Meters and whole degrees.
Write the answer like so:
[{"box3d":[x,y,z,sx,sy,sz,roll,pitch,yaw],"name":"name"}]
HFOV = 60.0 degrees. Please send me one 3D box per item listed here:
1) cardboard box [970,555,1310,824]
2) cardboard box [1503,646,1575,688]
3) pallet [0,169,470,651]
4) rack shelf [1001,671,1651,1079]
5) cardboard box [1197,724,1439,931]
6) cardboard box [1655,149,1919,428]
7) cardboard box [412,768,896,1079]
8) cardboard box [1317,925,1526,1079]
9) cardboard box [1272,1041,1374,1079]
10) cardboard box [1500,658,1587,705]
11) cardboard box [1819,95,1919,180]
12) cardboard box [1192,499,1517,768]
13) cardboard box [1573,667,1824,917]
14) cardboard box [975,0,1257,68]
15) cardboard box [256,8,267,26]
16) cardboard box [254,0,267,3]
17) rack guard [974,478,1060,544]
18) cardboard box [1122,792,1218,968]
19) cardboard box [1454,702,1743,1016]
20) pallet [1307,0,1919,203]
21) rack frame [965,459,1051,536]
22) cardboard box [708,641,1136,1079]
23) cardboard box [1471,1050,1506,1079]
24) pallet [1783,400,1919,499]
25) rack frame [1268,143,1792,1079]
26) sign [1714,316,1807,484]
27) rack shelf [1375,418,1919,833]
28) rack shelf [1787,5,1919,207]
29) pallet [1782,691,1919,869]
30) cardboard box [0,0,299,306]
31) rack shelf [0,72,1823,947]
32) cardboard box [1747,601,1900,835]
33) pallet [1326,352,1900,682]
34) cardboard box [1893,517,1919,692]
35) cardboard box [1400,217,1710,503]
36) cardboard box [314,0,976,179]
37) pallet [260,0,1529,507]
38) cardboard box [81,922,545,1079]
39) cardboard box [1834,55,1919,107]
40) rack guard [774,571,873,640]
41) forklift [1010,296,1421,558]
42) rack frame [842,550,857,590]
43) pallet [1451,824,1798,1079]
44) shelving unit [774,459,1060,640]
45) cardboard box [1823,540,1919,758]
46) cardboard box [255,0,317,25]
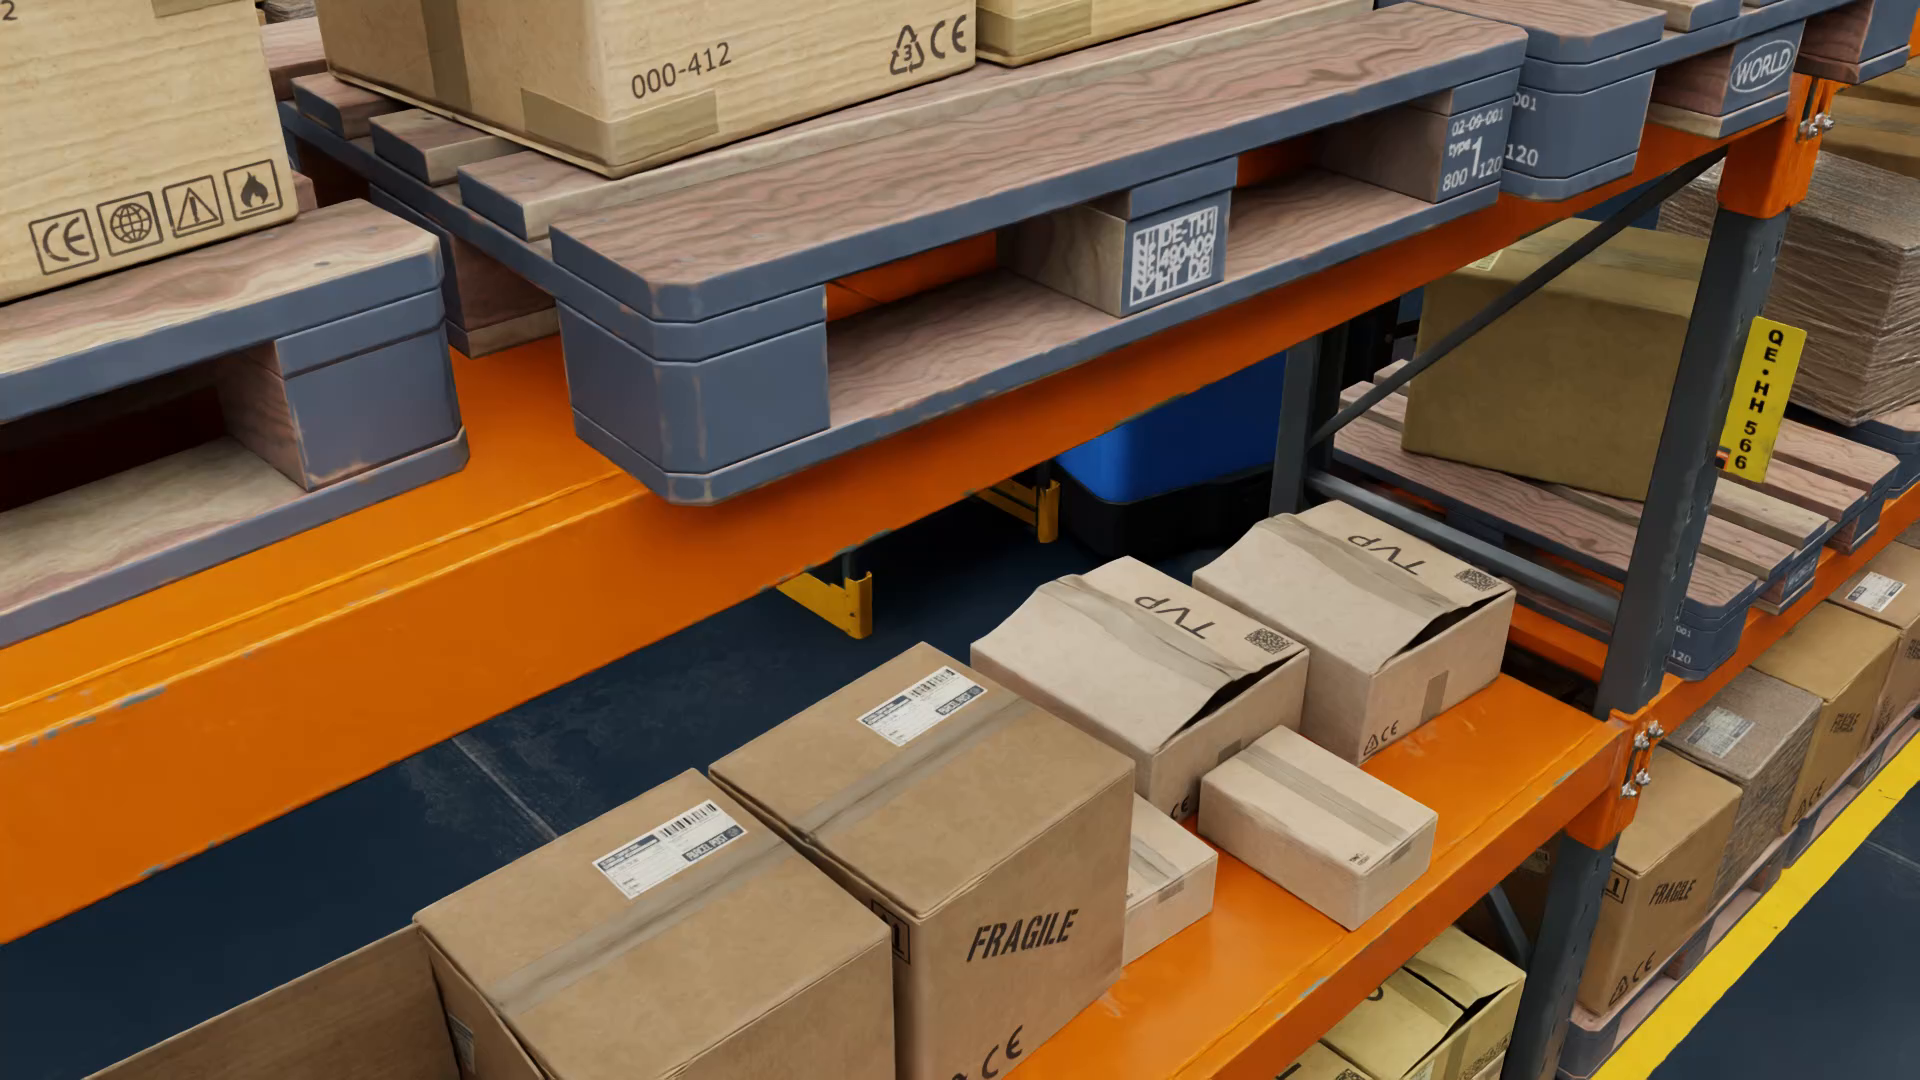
[{"box3d":[0.370,0.297,3.474,0.500,0.311,0.500,-26,40,-36],"name":"cardboard box"},{"box3d":[1.722,0.132,4.915,0.500,0.250,0.500,-24,39,-34],"name":"cardboard box"},{"box3d":[-1.137,-0.081,1.316,0.805,0.209,1.217,27,41,37],"name":"pallet"},{"box3d":[-0.309,1.032,2.876,4.000,0.370,1.077,-26,40,-35],"name":"rack shelf"},{"box3d":[0.686,0.548,3.220,0.250,0.149,0.380,-26,40,-35],"name":"cardboard box"},{"box3d":[2.343,-0.724,4.560,0.500,0.500,0.700,-18,36,-27],"name":"cardboard box"},{"box3d":[-0.447,0.761,2.534,0.500,0.500,0.500,-26,40,-35],"name":"cardboard box"},{"box3d":[0.941,1.051,3.852,0.500,0.311,0.500,-25,39,-34],"name":"cardboard box"},{"box3d":[0.565,1.237,3.547,0.500,0.311,0.500,-27,40,-36],"name":"cardboard box"},{"box3d":[1.684,0.473,5.075,0.500,0.500,0.500,-24,39,-34],"name":"cardboard box"},{"box3d":[2.837,-0.974,4.970,0.700,0.500,0.500,18,36,27],"name":"cardboard box"},{"box3d":[0.861,0.166,3.688,0.500,0.311,0.500,-23,38,-33],"name":"cardboard box"},{"box3d":[2.066,0.655,4.778,0.500,0.500,0.500,-27,41,-37],"name":"cardboard box"},{"box3d":[0.064,-0.805,2.057,0.500,0.250,0.500,-27,40,-36],"name":"cardboard box"},{"box3d":[-2.942,-1.729,6.185,0.700,0.500,0.500,25,39,35],"name":"cardboard box"},{"box3d":[-2.671,-2.131,6.221,0.380,0.149,0.250,22,38,31],"name":"cardboard box"},{"box3d":[0.173,-0.210,6.850,0.087,0.250,0.587,-26,40,-37],"name":"rack guard"},{"box3d":[0.261,0.597,3.139,0.250,0.149,0.380,-23,38,-32],"name":"cardboard box"},{"box3d":[1.686,0.843,4.471,0.500,0.500,0.500,-24,39,-34],"name":"cardboard box"},{"box3d":[0.721,-0.908,2.666,1.003,0.211,1.213,-24,39,-33],"name":"pallet"},{"box3d":[0.177,-0.747,6.531,0.032,1.500,0.500,-26,40,-37],"name":"rack frame"},{"box3d":[-0.061,0.575,2.839,0.500,0.500,0.500,27,40,36],"name":"cardboard box"},{"box3d":[0.938,1.290,3.999,0.500,0.250,0.500,-25,39,-34],"name":"cardboard box"},{"box3d":[2.581,-0.594,5.030,1.213,0.211,1.003,-26,40,-35],"name":"pallet"},{"box3d":[1.158,0.016,3.849,0.127,3.000,1.000,-26,40,-35],"name":"rack frame"},{"box3d":[1.538,-0.267,3.201,0.005,0.325,0.100,-26,40,-35],"name":"sign"},{"box3d":[2.624,-0.387,5.196,4.000,0.370,1.077,-26,40,-35],"name":"rack shelf"},{"box3d":[2.624,-1.666,4.414,4.000,0.370,1.077,-26,40,-35],"name":"rack shelf"},{"box3d":[2.625,0.525,5.690,1.213,0.211,1.003,-26,40,-35],"name":"pallet"},{"box3d":[-0.916,-0.371,1.347,0.500,0.250,0.500,25,39,34],"name":"cardboard box"},{"box3d":[-0.309,-0.247,2.094,4.000,0.370,1.077,-26,40,-35],"name":"rack shelf"},{"box3d":[2.437,0.479,5.066,0.500,0.500,0.500,-26,40,-36],"name":"cardboard box"},{"box3d":[1.607,-0.170,4.336,1.003,0.211,1.213,-26,40,-35],"name":"pallet"},{"box3d":[3.188,0.110,5.669,0.500,0.500,0.500,-25,39,-35],"name":"cardboard box"},{"box3d":[1.543,-0.472,4.149,0.700,0.500,0.500,15,35,23],"name":"cardboard box"},{"box3d":[-0.332,-0.615,1.746,0.500,0.250,0.500,25,40,35],"name":"cardboard box"},{"box3d":[-0.097,-0.511,2.015,1.213,0.211,1.003,-24,39,-33],"name":"pallet"},{"box3d":[-0.815,0.939,2.243,0.500,0.500,0.500,-23,38,-32],"name":"cardboard box"},{"box3d":[3.130,-1.274,5.460,0.500,0.500,0.700,-19,36,-28],"name":"cardboard box"},{"box3d":[-0.546,0.140,6.256,0.087,0.250,0.587,-26,40,-37],"name":"rack guard"},{"box3d":[1.656,-1.718,6.749,3.031,2.935,1.130,-16,35,-24],"name":"forklift"},{"box3d":[-0.557,-0.391,5.925,0.032,1.500,0.500,-26,40,-37],"name":"rack frame"},{"box3d":[1.731,0.955,4.986,1.213,0.211,1.003,-26,40,-35],"name":"pallet"},{"box3d":[-0.183,-0.572,6.234,1.083,1.500,0.587,-26,40,-37],"name":"shelving unit"},{"box3d":[2.816,0.292,5.372,0.500,0.500,0.500,-27,41,-37],"name":"cardboard box"},{"box3d":[-2.551,-1.938,6.526,0.700,0.500,0.500,24,39,34],"name":"cardboard box"}]
